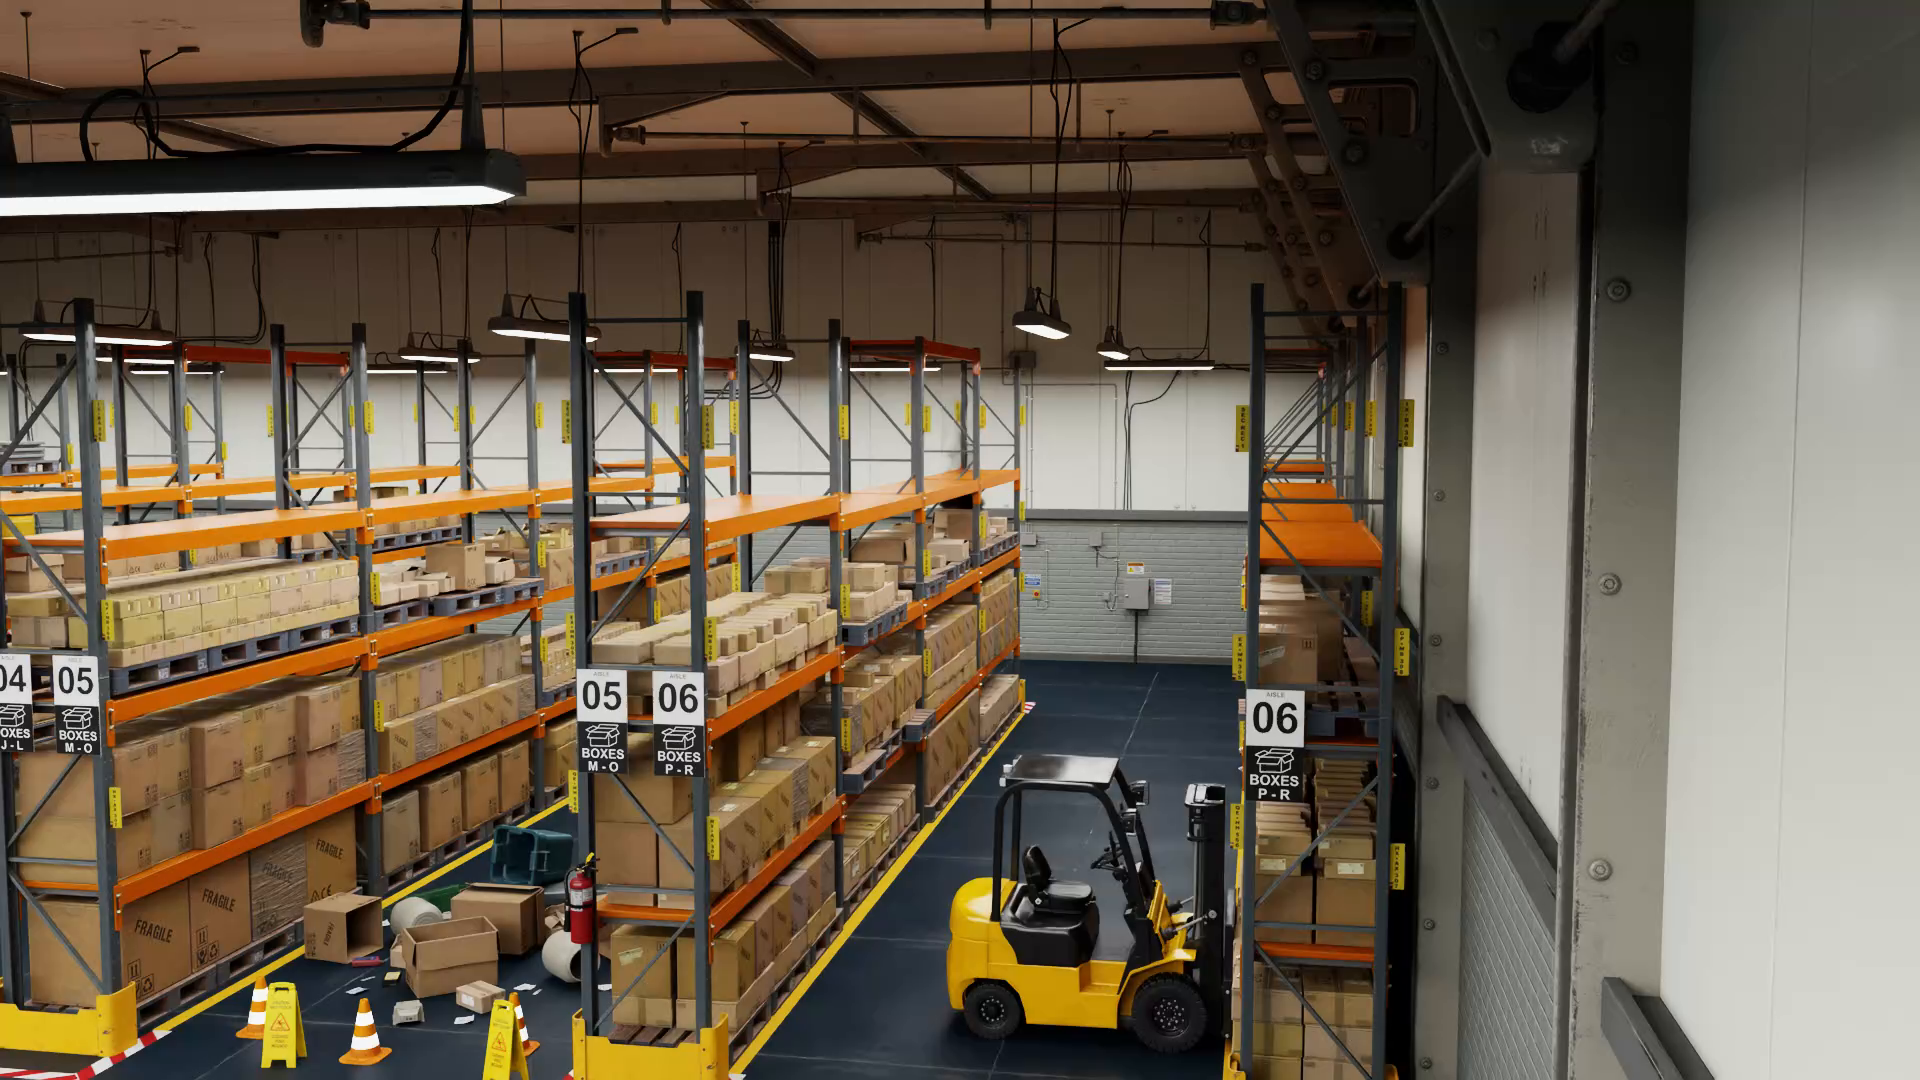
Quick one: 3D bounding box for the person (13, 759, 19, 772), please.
[{"bbox_3d":[-12.179,2.524,21.797,0.670,1.739,0.636,0,5,-2],"label":"person"}]
